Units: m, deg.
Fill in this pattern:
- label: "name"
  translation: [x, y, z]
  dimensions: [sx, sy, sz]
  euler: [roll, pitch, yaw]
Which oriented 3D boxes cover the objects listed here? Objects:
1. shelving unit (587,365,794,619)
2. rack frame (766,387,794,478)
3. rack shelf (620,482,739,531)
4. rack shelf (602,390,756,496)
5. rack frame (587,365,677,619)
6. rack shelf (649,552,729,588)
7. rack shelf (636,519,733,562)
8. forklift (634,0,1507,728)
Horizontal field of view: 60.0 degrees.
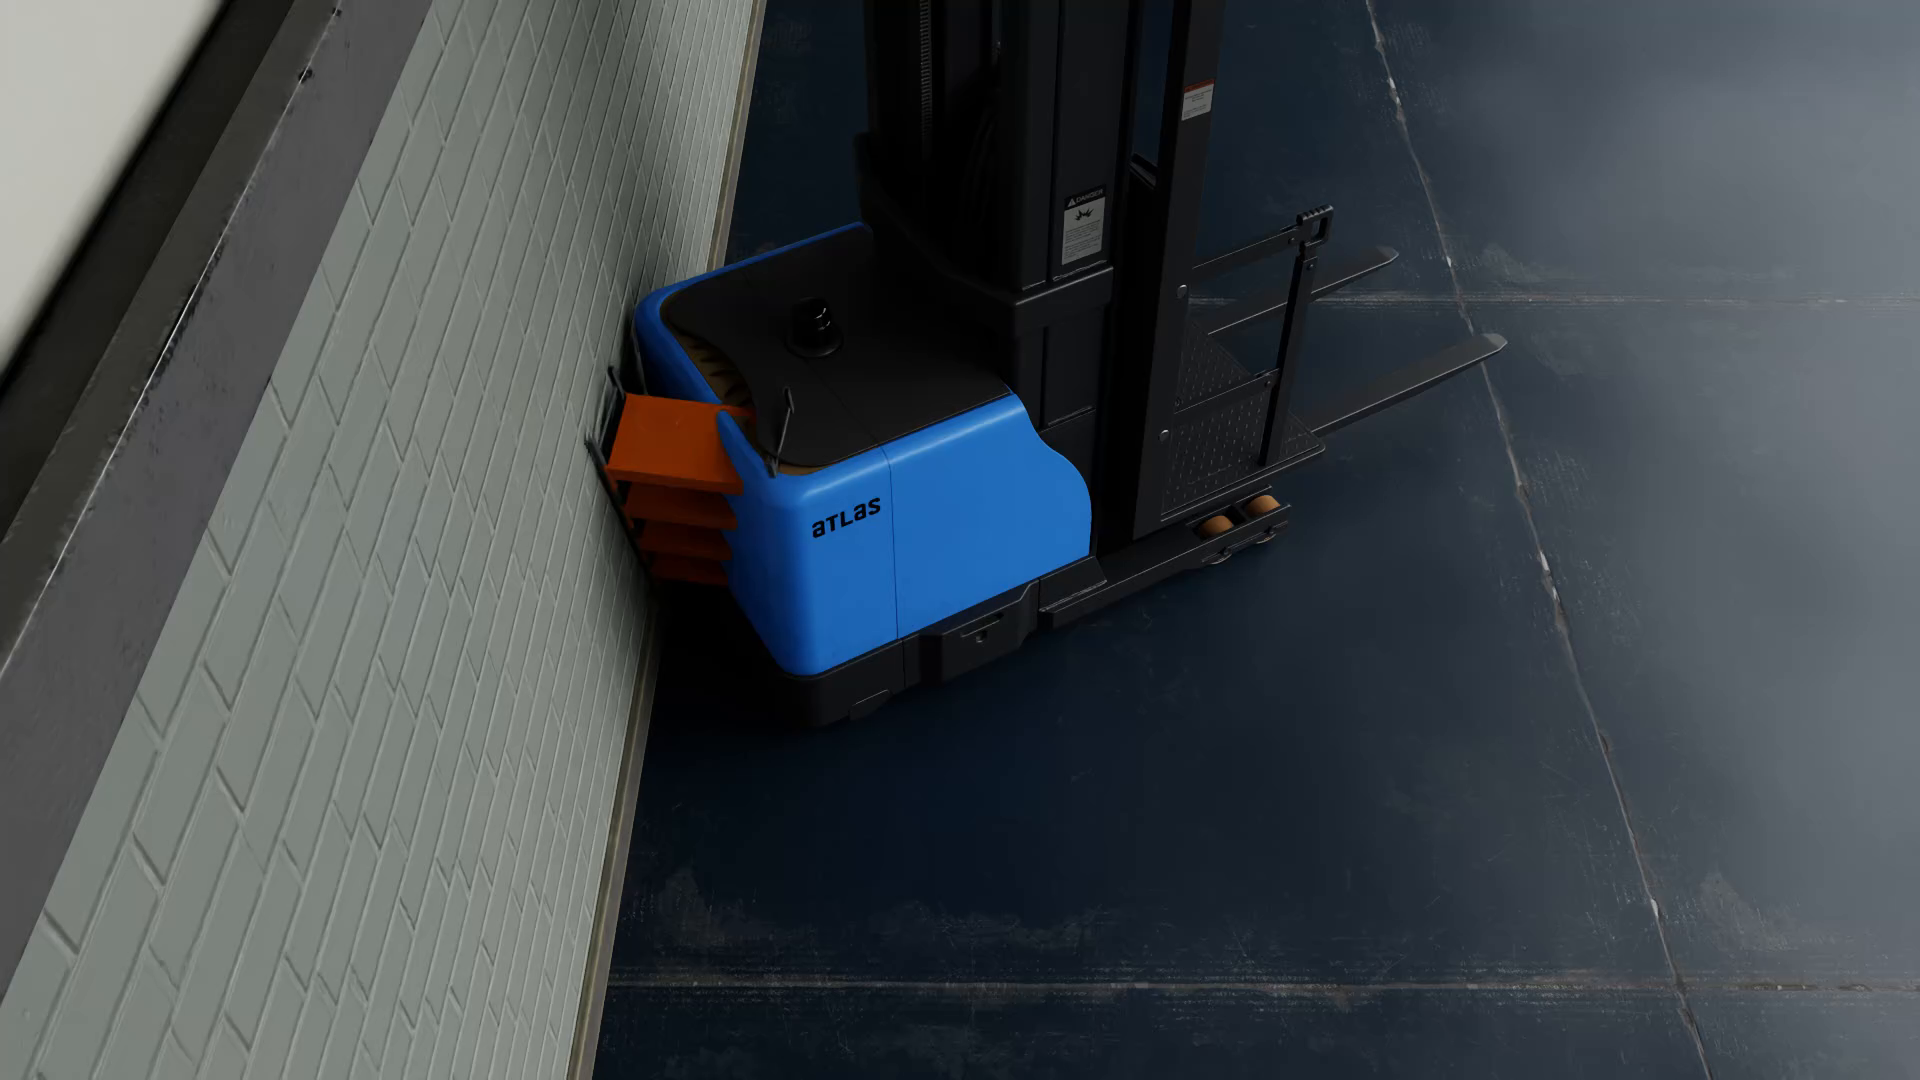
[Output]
- label: "shelving unit"
  translation: [-0.711, -0.076, 4.990]
  dimensions: [0.503, 1.200, 0.258]
  euler: [7, 65, 5]
- label: "rack frame"
  translation: [-0.470, -0.045, 4.968]
  dimensions: [0.015, 1.200, 0.240]
  euler: [7, 65, 5]
- label: "rack shelf"
  translation: [-0.715, -0.144, 4.849]
  dimensions: [0.480, 0.148, 0.258]
  euler: [7, 65, 5]
- label: "rack shelf"
  translation: [-0.720, -0.247, 4.636]
  dimensions: [0.480, 0.148, 0.258]
  euler: [7, 65, 5]
- label: "rack frame"
  translation: [-0.952, -0.108, 5.011]
  dimensions: [0.015, 1.200, 0.240]
  euler: [7, 65, 5]
- label: "rack shelf"
  translation: [-0.704, 0.039, 5.229]
  dimensions: [0.480, 0.148, 0.258]
  euler: [7, 65, 5]
- label: "rack shelf"
  translation: [-0.709, -0.047, 5.050]
  dimensions: [0.480, 0.148, 0.258]
  euler: [7, 65, 5]
- label: "forklift"
  translation: [0.544, -1.230, 4.892]
  dimensions: [3.031, 2.935, 1.130]
  euler: [-23, 51, -20]
